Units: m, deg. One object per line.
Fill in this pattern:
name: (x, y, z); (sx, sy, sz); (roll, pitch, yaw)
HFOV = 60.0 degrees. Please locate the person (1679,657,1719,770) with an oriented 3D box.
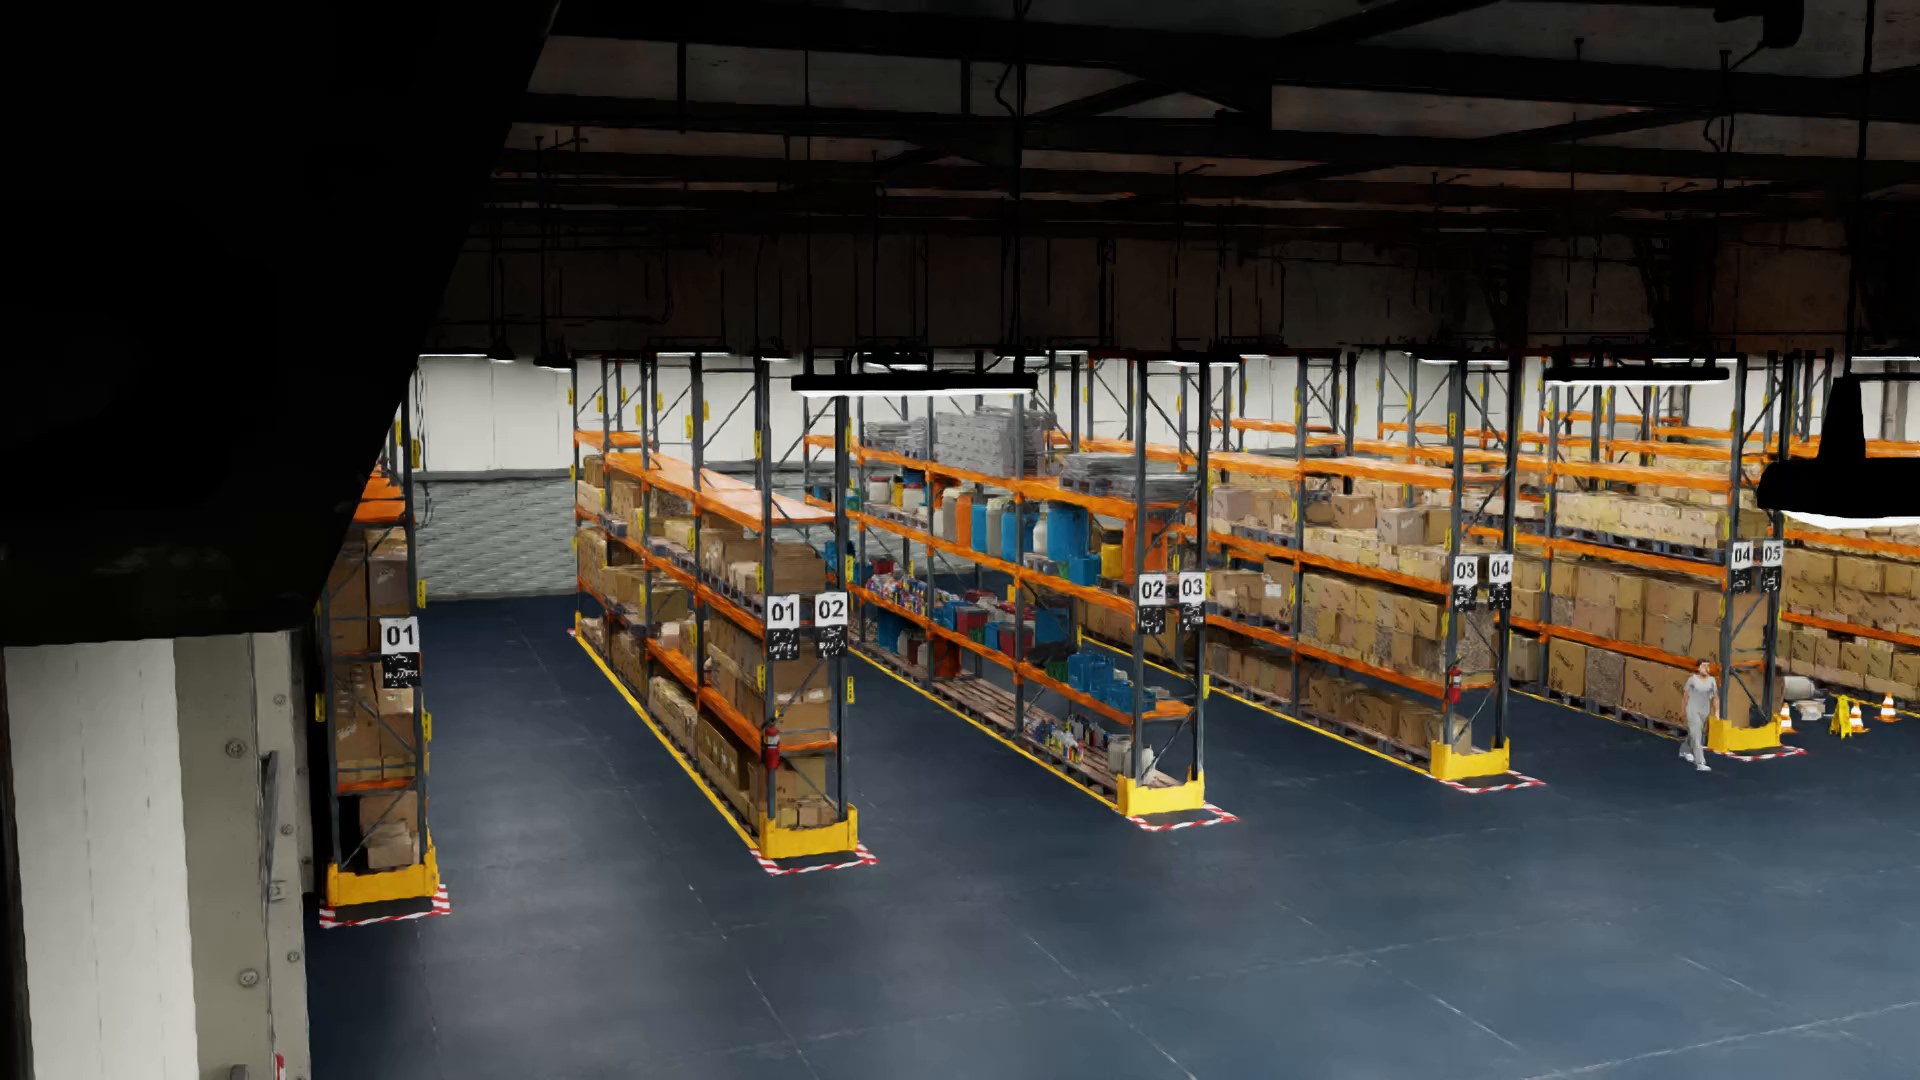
person: (10.820, 2.503, 24.284); (0.446, 1.599, 1.007); (-1, 7, -10)

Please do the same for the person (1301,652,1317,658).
person: (6.807, 1.422, 32.512); (0.598, 1.731, 0.463); (6, 9, 41)
